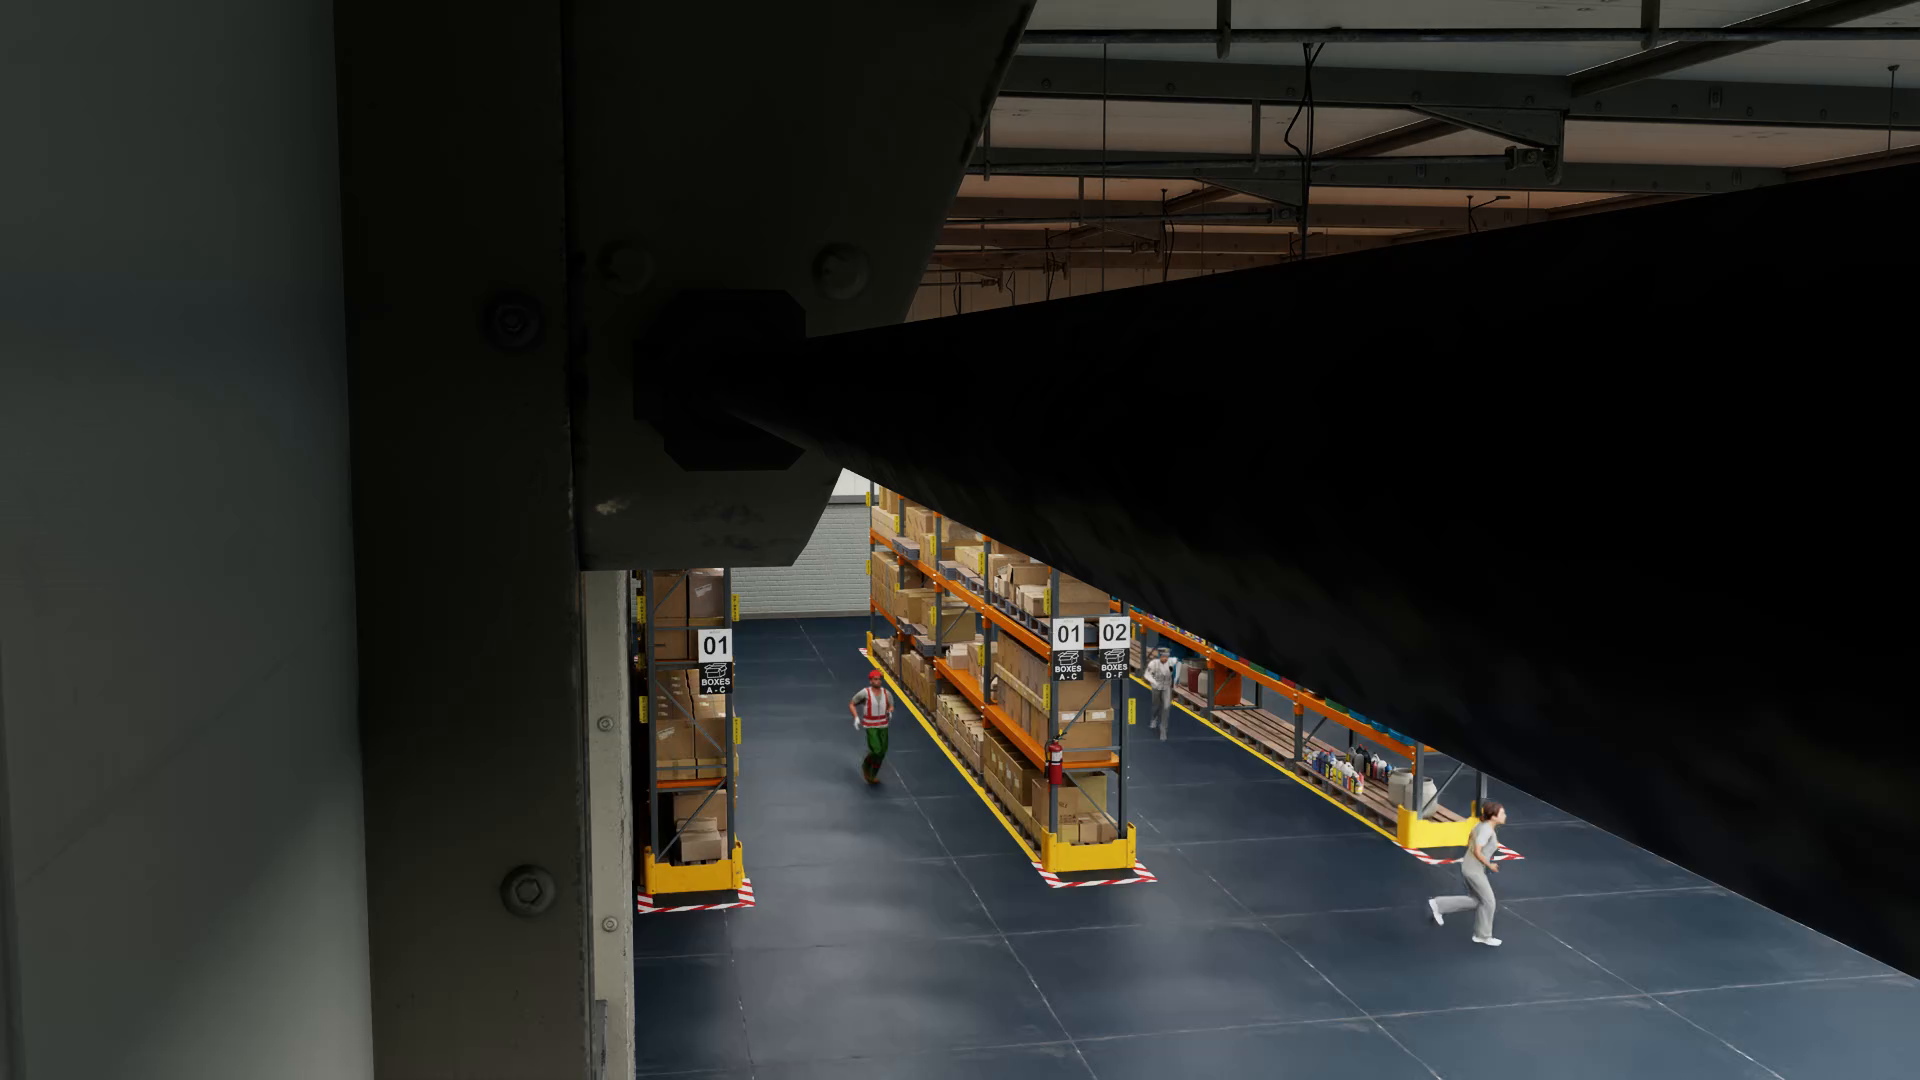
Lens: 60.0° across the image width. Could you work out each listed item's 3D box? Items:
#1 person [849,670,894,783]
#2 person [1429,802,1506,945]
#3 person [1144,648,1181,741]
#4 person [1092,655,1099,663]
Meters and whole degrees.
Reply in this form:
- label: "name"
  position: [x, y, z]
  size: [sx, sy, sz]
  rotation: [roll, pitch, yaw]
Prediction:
- label: "person"
  position: [-1.254, 2.831, 25.074]
  size: [0.647, 1.743, 0.616]
  rotation: [-3, 7, -30]
- label: "person"
  position: [5.555, 3.643, 18.240]
  size: [0.786, 1.613, 0.538]
  rotation: [2, 6, 20]
- label: "person"
  position: [3.452, 2.590, 28.556]
  size: [0.658, 1.626, 0.967]
  rotation: [-1, 6, -5]
- label: "person"
  position: [2.717, 2.184, 32.175]
  size: [0.523, 1.650, 0.721]
  rotation: [0, 6, 1]
